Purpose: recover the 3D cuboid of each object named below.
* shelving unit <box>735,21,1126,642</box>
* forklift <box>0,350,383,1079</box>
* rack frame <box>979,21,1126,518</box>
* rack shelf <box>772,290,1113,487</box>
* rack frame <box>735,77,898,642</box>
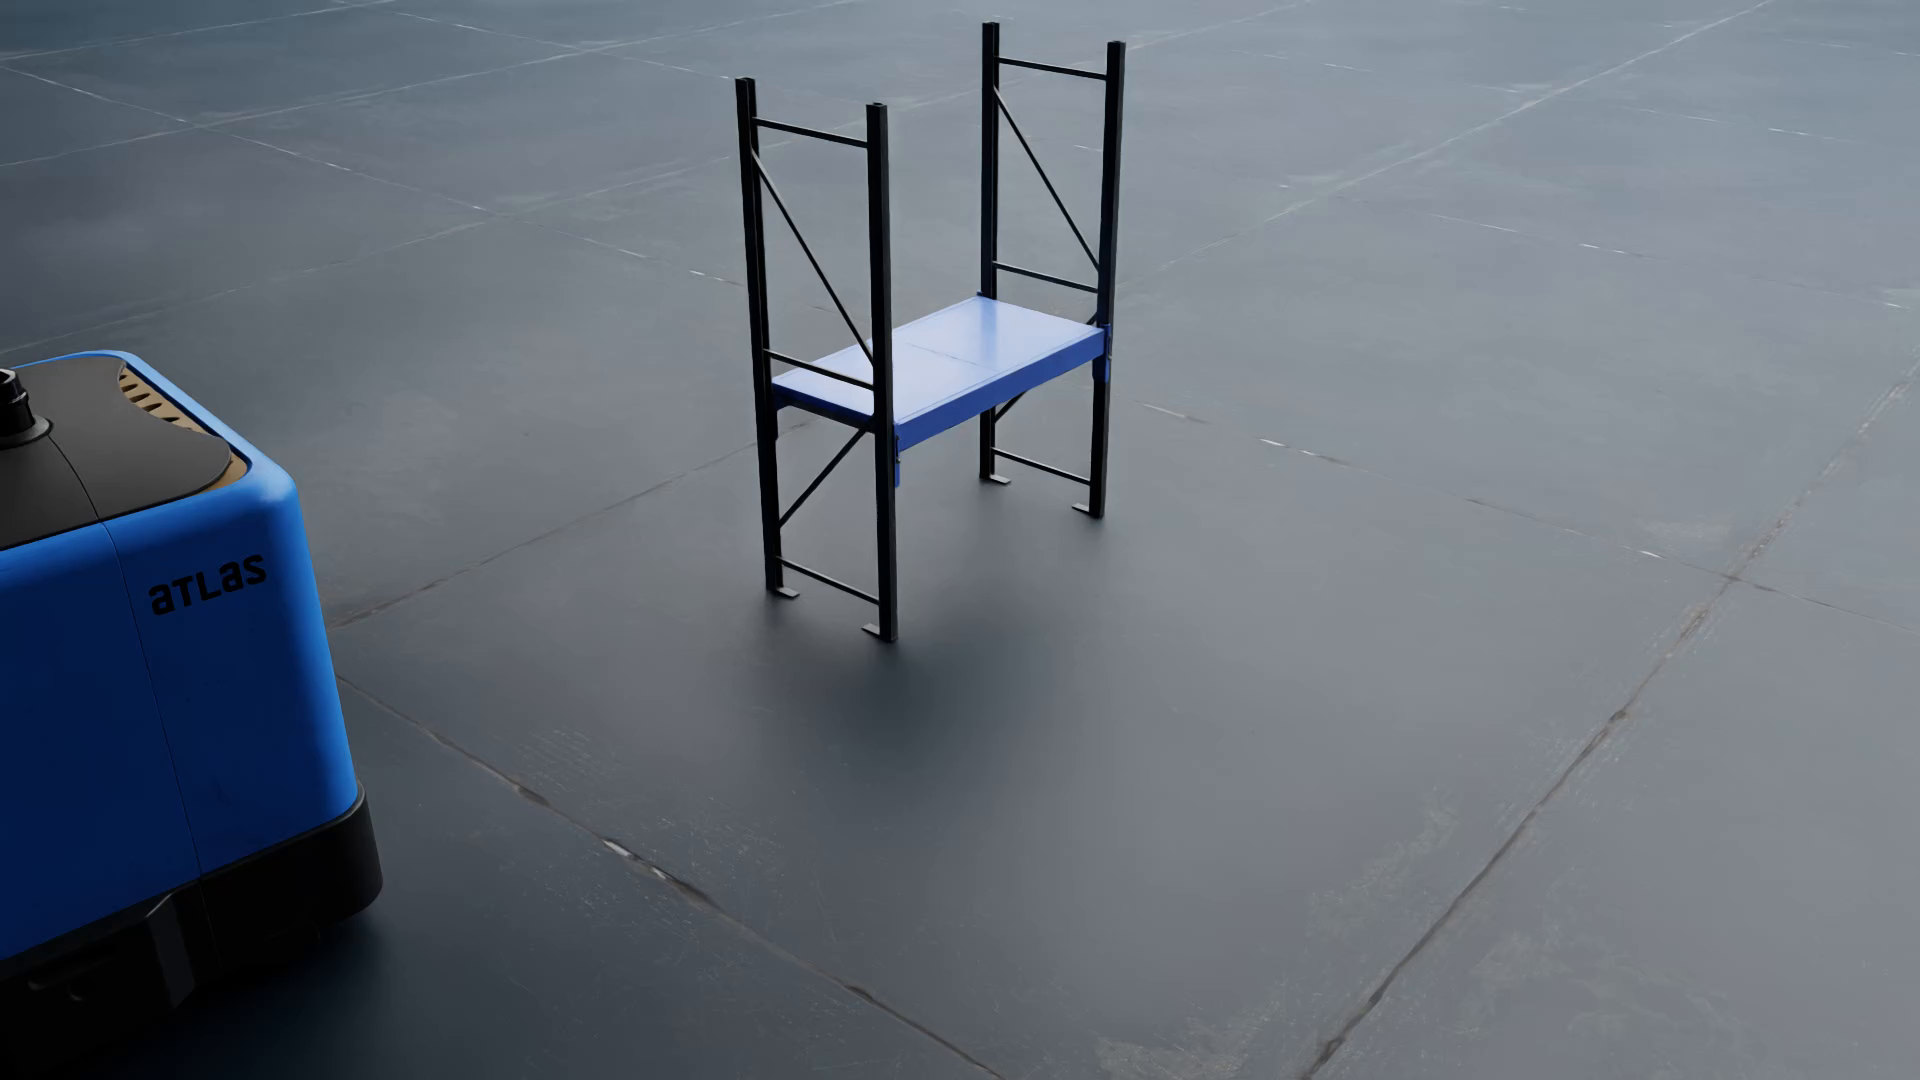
[{"bbox_3d":[-0.054,-0.636,4.847,0.538,1.500,1.048,21,34,34],"label":"shelving unit"},{"bbox_3d":[-2.690,-0.182,2.411,3.031,2.935,1.130,-23,35,-37],"label":"forklift"},{"bbox_3d":[0.269,-0.816,5.195,0.500,1.500,0.032,21,34,34],"label":"rack frame"},{"bbox_3d":[-0.054,-0.476,4.930,0.538,0.185,1.000,21,34,34],"label":"rack shelf"},{"bbox_3d":[-0.378,-0.456,4.499,0.500,1.500,0.032,21,34,34],"label":"rack frame"}]
